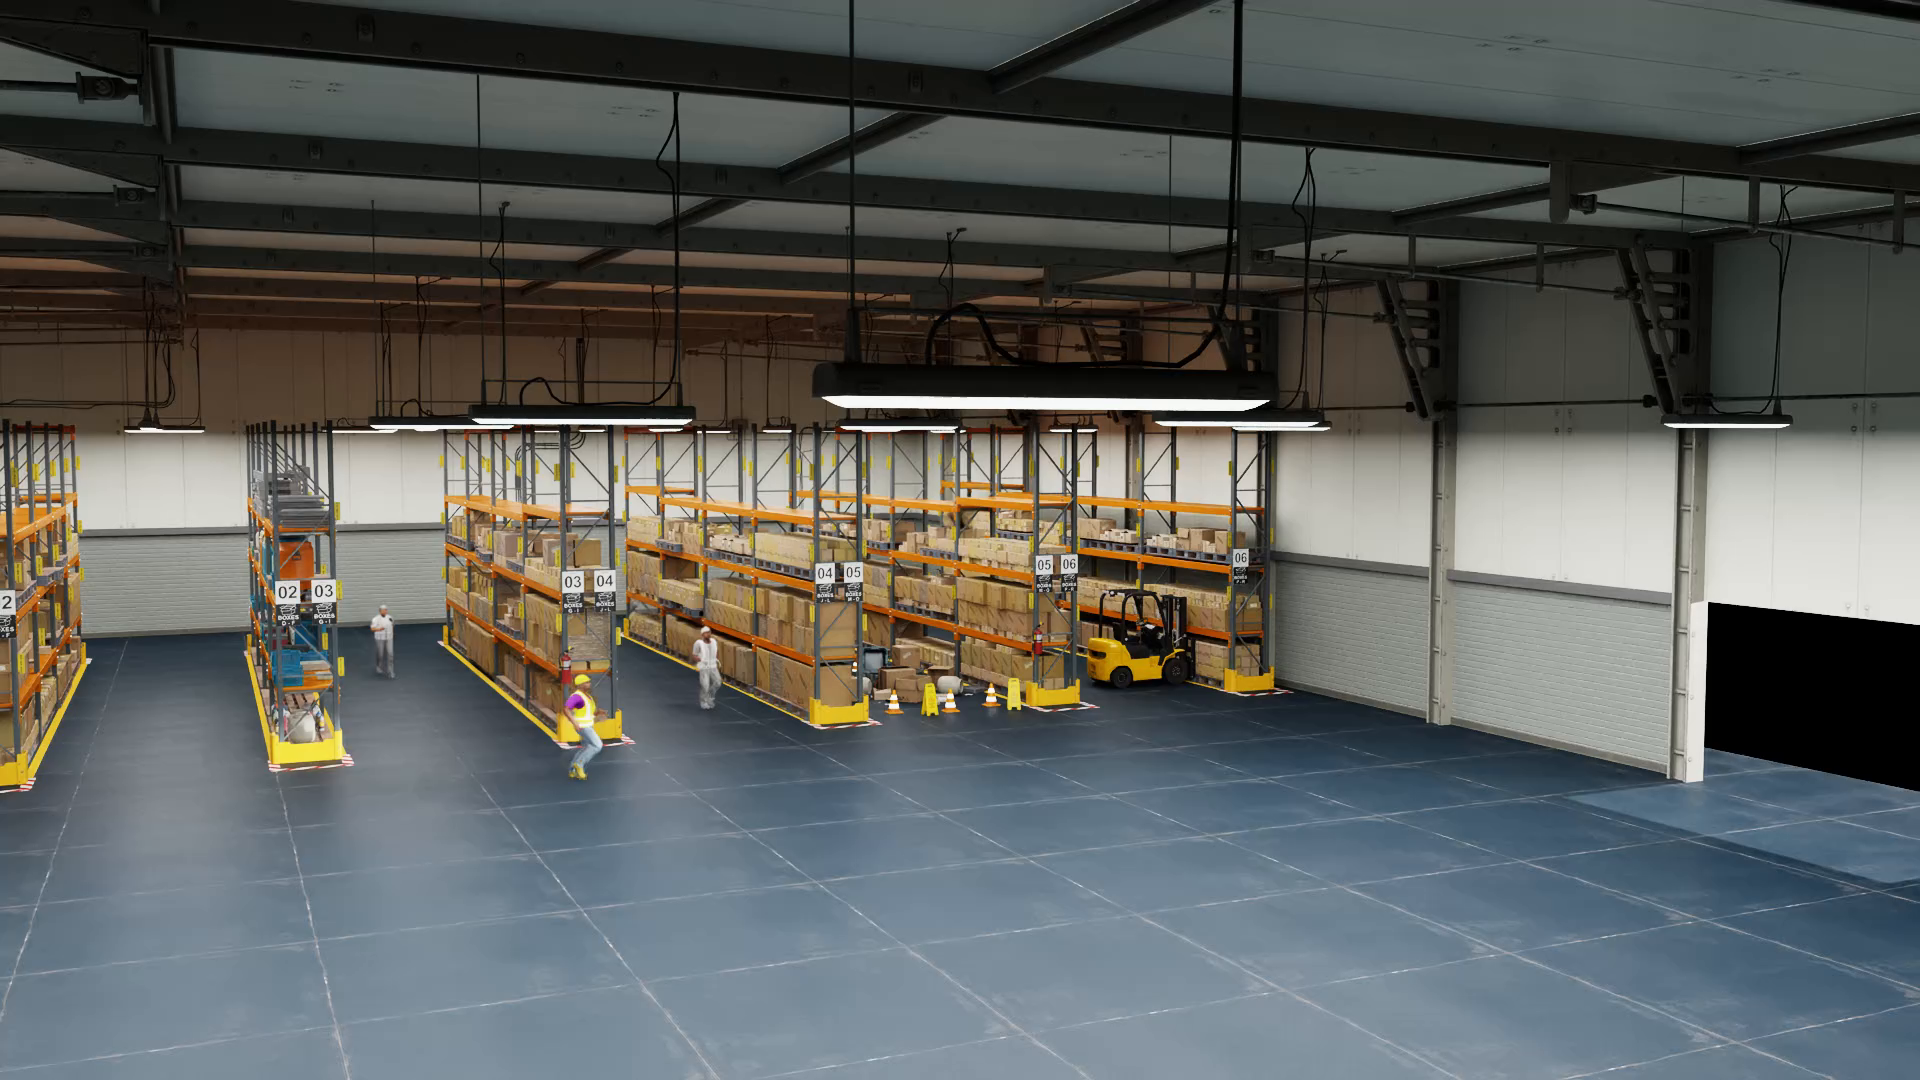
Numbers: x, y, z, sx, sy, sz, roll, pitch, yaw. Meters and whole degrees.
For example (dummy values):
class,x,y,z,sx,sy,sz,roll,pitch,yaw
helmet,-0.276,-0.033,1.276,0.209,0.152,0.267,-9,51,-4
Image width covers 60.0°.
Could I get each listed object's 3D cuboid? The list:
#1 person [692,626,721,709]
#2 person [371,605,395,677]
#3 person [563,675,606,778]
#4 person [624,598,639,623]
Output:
class,x,y,z,sx,sy,sz,roll,pitch,yaw
person,-5.234,2.668,34.654,0.653,1.735,0.615,-2,4,-34
person,-13.745,2.399,39.652,0.598,1.678,0.876,-2,4,-35
person,-6.228,3.104,27.727,0.646,1.725,0.687,0,4,-1
person,-9.670,1.854,49.089,0.628,1.583,0.625,0,4,2
